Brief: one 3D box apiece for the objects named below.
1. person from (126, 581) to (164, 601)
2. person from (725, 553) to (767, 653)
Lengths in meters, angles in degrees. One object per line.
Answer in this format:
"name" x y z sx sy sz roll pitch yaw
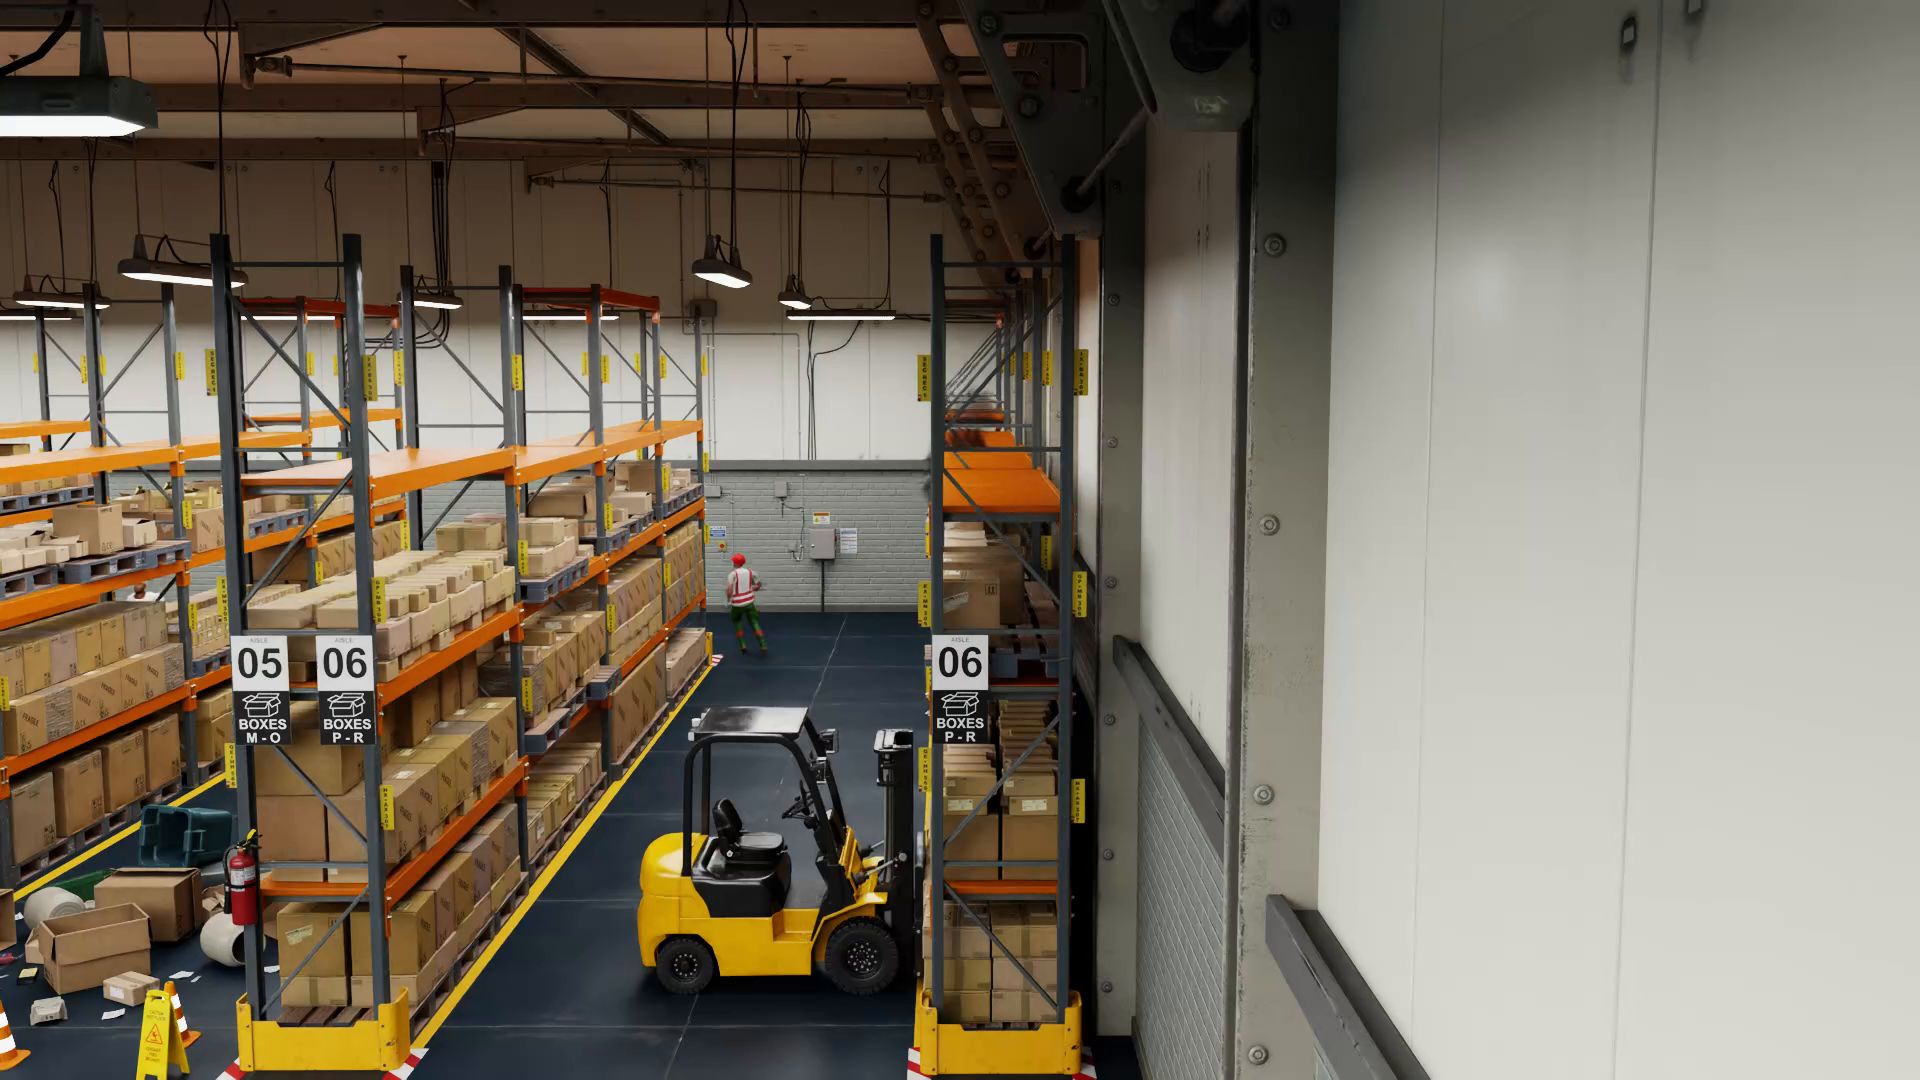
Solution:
"person" -12.865 1.413 26.255 0.717 1.714 0.684 0 6 -2
"person" -3.761 1.121 28.705 0.721 1.804 0.812 -4 7 -30
